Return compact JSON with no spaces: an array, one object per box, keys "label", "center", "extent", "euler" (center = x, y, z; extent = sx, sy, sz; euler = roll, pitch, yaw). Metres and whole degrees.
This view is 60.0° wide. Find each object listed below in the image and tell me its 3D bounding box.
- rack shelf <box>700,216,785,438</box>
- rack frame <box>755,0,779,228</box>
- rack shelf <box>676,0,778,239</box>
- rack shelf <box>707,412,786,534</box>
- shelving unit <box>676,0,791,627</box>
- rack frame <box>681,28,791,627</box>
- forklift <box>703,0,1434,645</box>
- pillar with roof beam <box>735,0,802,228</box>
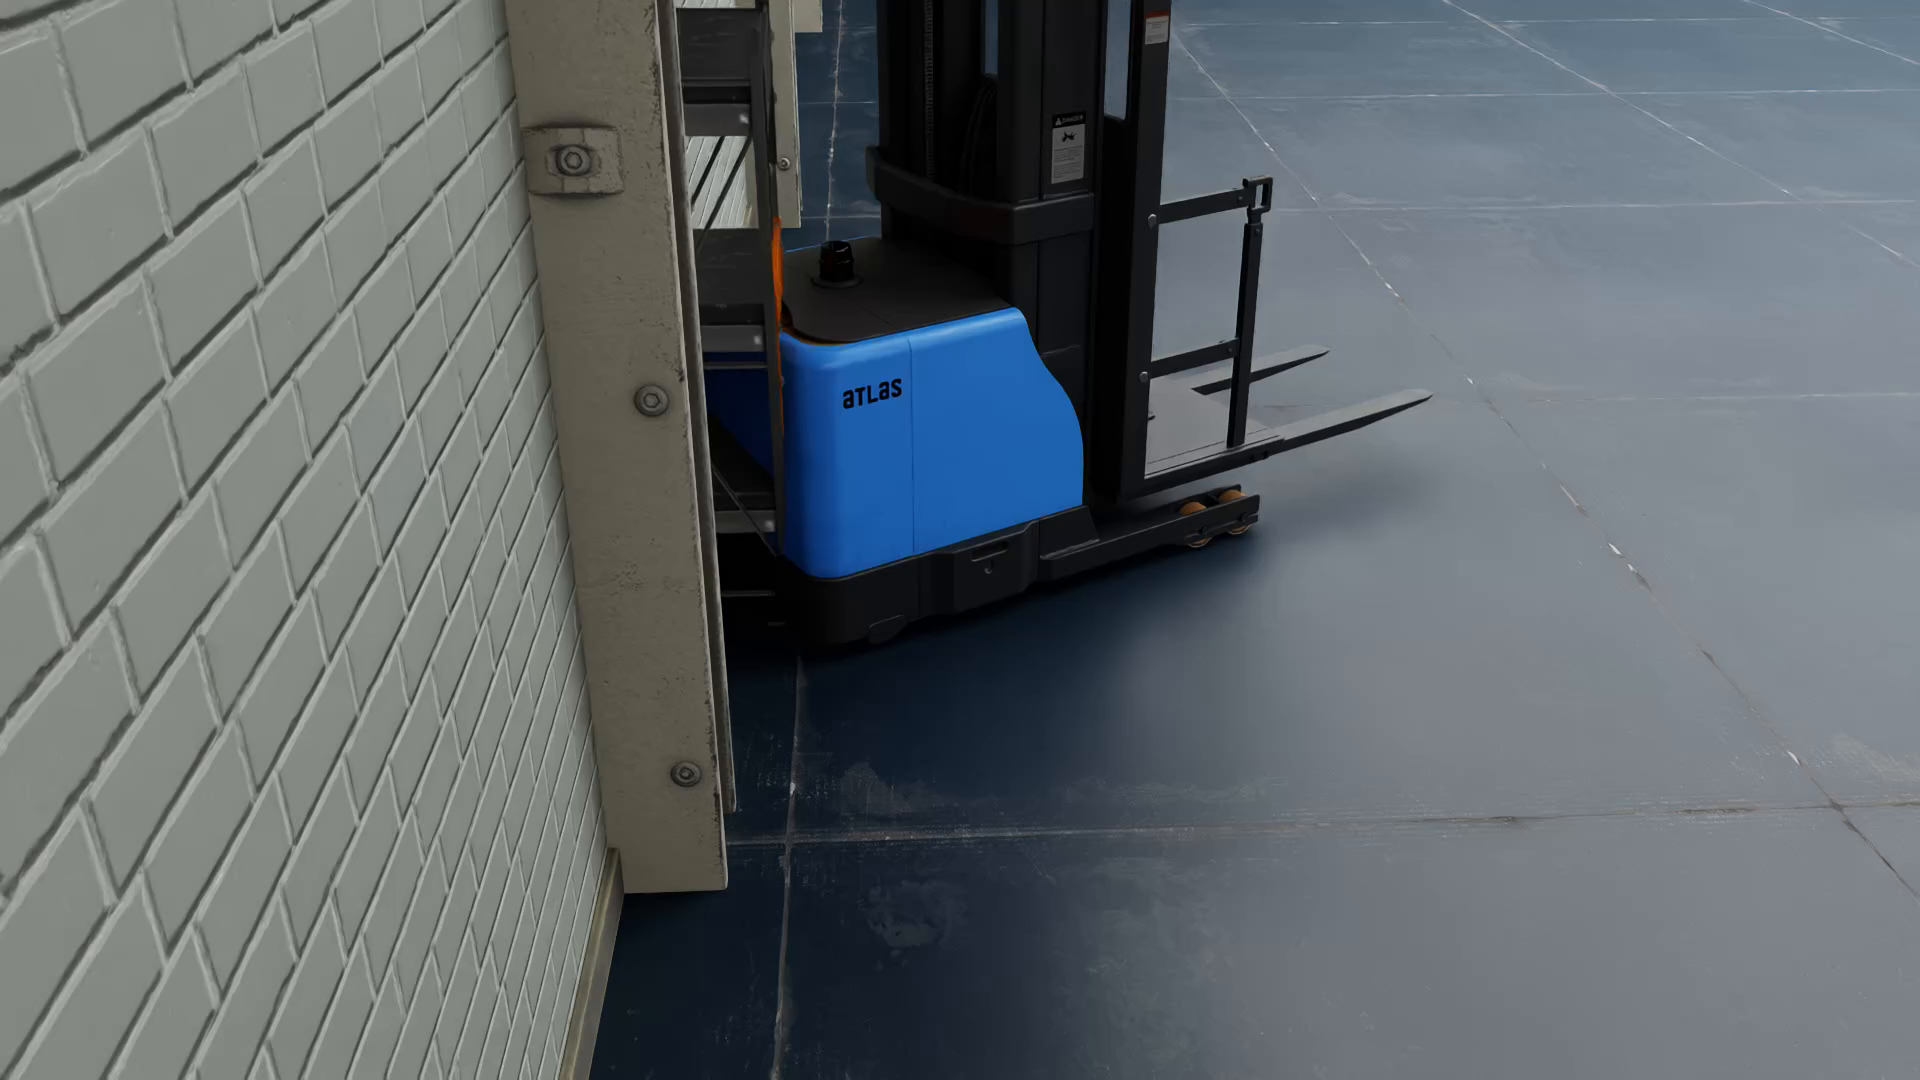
[{"label":"rack shelf","center":[-0.763,-0.665,5.211],"extent":[0.431,0.518,0.480],"euler":[-1,39,-4]},{"label":"rack frame","center":[-0.778,-0.829,5.391],"extent":[0.400,2.100,0.015],"euler":[-1,39,-4]},{"label":"rack shelf","center":[-0.748,-1.208,4.770],"extent":[0.431,0.518,0.480],"euler":[-1,39,-4]},{"label":"rack shelf","center":[-0.778,-0.121,5.652],"extent":[0.431,0.518,0.480],"euler":[-1,39,-4]},{"label":"shelving unit","center":[-0.763,-0.675,5.202],"extent":[0.431,2.100,0.503],"euler":[-1,39,-4]},{"label":"rack frame","center":[-0.748,-0.522,5.014],"extent":[0.400,2.100,0.015],"euler":[-1,39,-4]},{"label":"forklift","center":[0.528,-1.459,5.877],"extent":[3.031,2.935,1.130],"euler":[-17,32,-29]},{"label":"pillar with roof beam","center":[3.196,-6.016,8.054],"extent":[9.100,9.000,0.400],"euler":[-1,28,-3]}]
